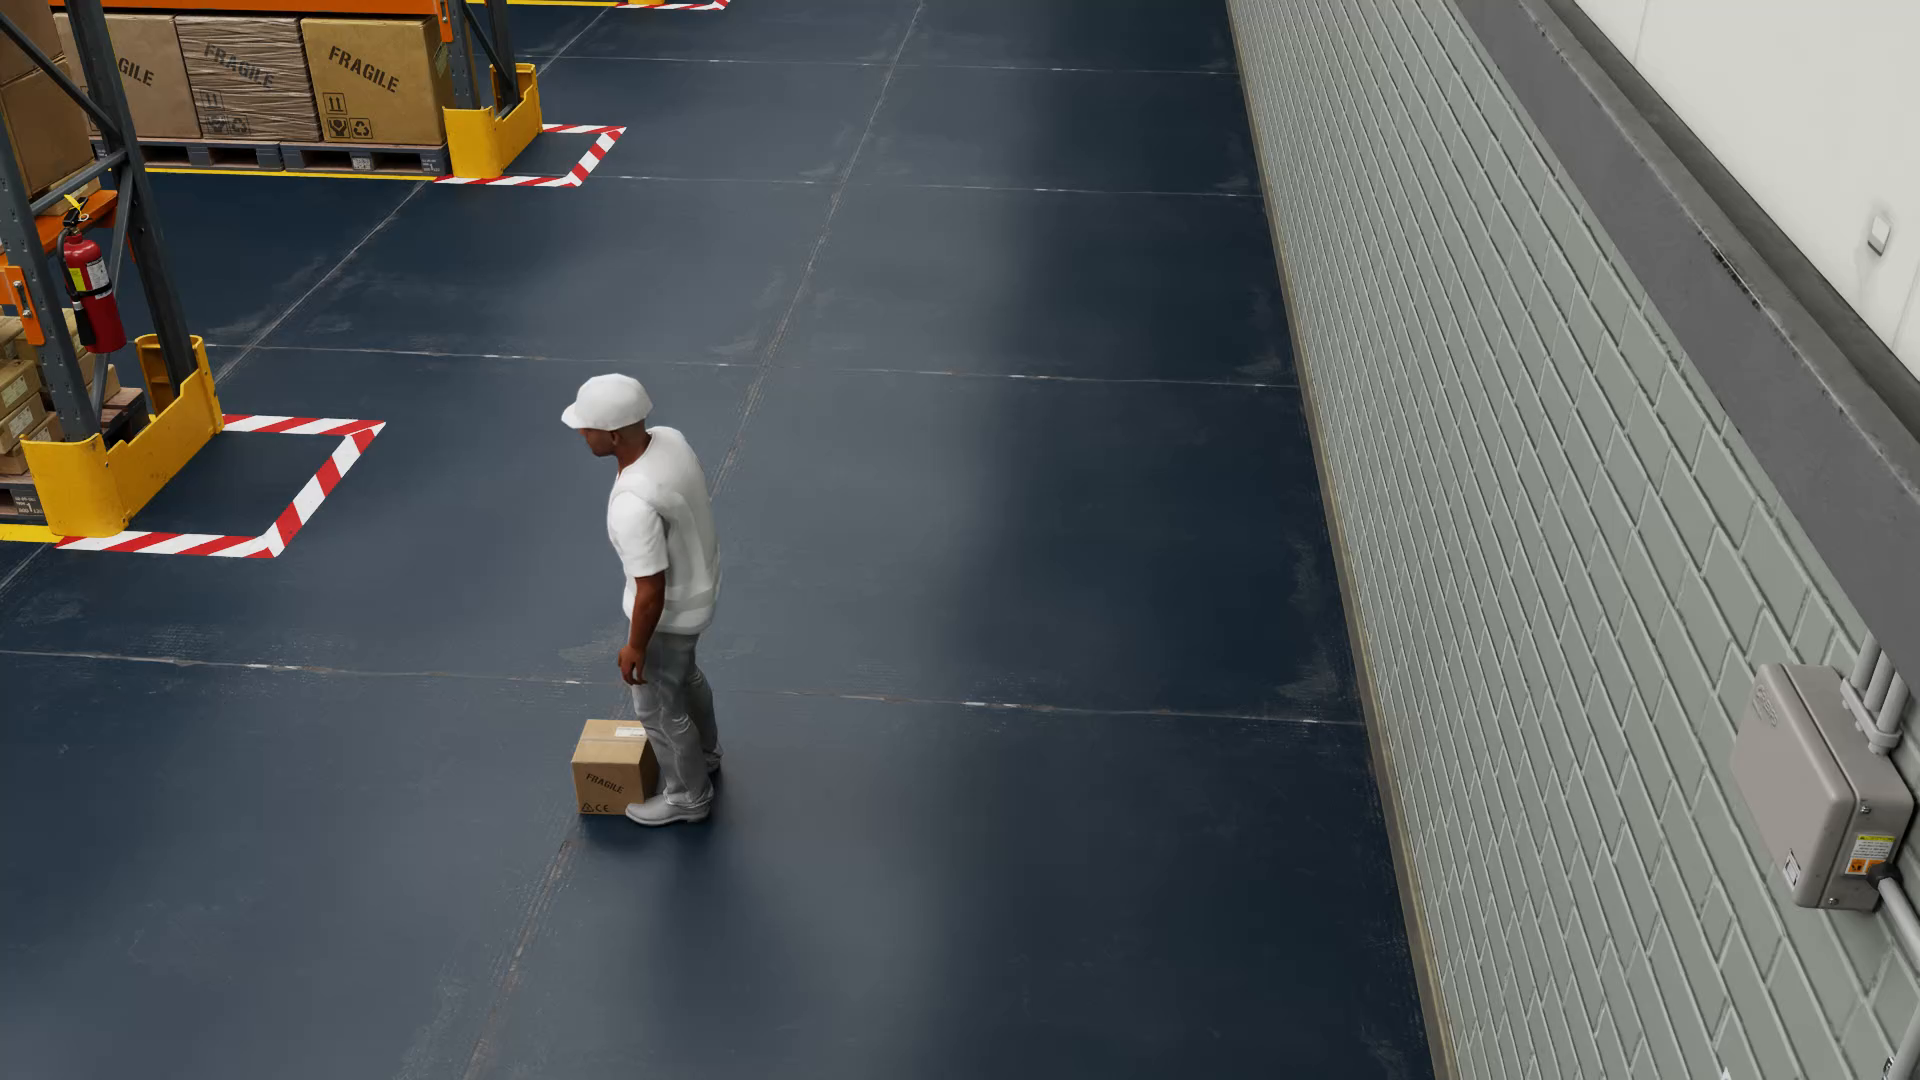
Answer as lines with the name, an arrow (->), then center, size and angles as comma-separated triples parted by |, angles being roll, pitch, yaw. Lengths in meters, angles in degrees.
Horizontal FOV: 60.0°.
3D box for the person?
person -> -1.055, 0.212, 5.776 | 0.458, 1.761, 0.638 | 1, 32, 2
